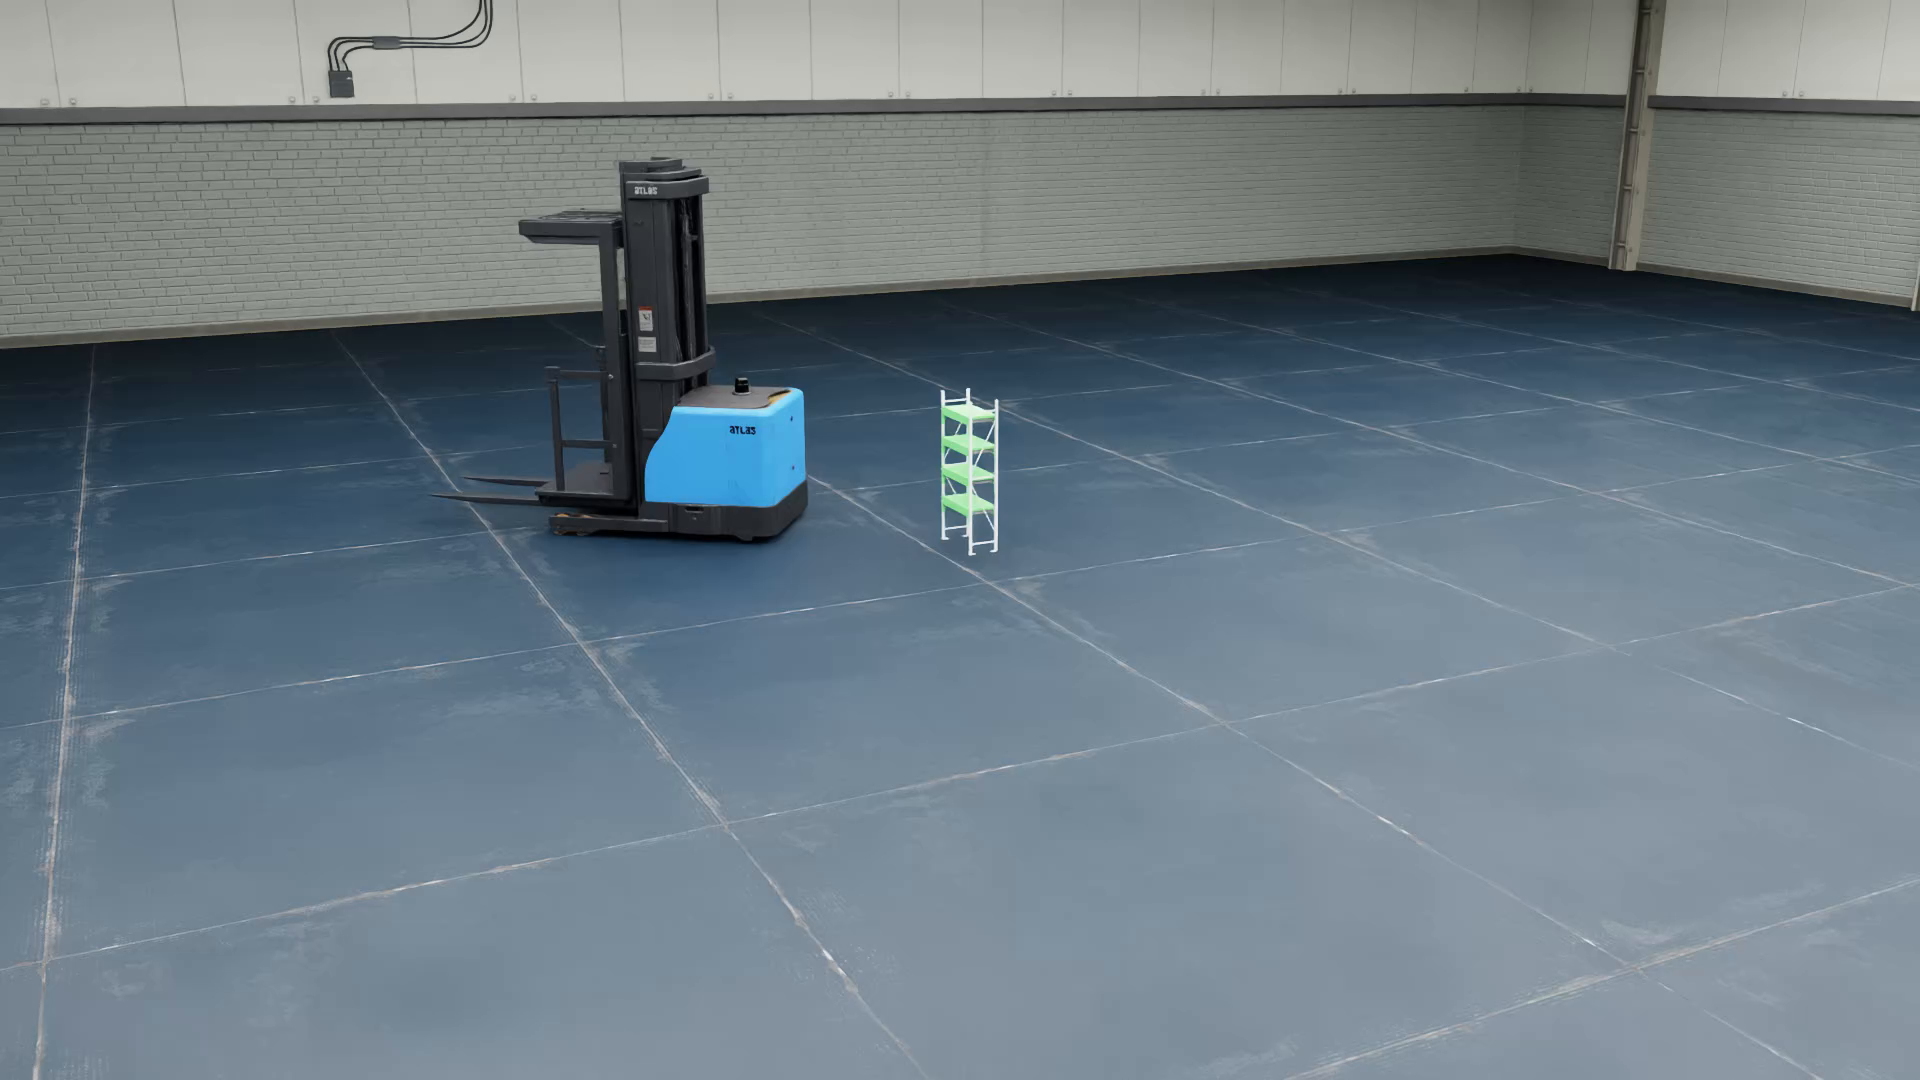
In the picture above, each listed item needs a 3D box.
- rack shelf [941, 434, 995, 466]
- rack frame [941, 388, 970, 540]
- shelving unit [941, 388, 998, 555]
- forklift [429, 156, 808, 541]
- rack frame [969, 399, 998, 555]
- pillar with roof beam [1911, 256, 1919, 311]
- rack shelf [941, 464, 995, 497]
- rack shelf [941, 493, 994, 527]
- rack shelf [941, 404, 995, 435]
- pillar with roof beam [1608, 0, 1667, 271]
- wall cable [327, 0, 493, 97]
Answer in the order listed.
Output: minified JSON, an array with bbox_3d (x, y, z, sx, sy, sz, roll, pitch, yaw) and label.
[{"bbox_3d":[0.073,-0.705,12.894,0.258,0.148,0.480,-8,18,-25],"label":"rack shelf"},{"bbox_3d":[-0.034,-0.596,13.153,0.240,1.200,0.015,-8,18,-25],"label":"rack frame"},{"bbox_3d":[0.073,-0.536,12.942,0.258,1.200,0.503,-8,18,-25],"label":"shelving unit"},{"bbox_3d":[-2.846,-1.581,13.446,3.031,2.935,1.130,3,16,10],"label":"forklift"},{"bbox_3d":[0.179,-0.475,12.731,0.240,1.200,0.015,-8,18,-25],"label":"rack frame"},{"bbox_3d":[10.951,-7.298,22.369,9.100,9.000,0.400,-8,18,-25],"label":"pillar with roof beam"},{"bbox_3d":[0.073,-0.474,12.960,0.258,0.148,0.480,-8,18,-25],"label":"rack shelf"},{"bbox_3d":[0.073,-0.244,13.026,0.258,0.148,0.480,-8,18,-25],"label":"rack shelf"},{"bbox_3d":[0.073,-0.936,12.827,0.258,0.148,0.480,-8,18,-25],"label":"rack shelf"},{"bbox_3d":[8.322,-8.786,27.553,9.100,9.000,0.400,-8,18,-25],"label":"pillar with roof beam"},{"bbox_3d":[-7.685,-9.168,22.719,2.305,6.003,0.169,-8,18,-25],"label":"wall cable"}]
